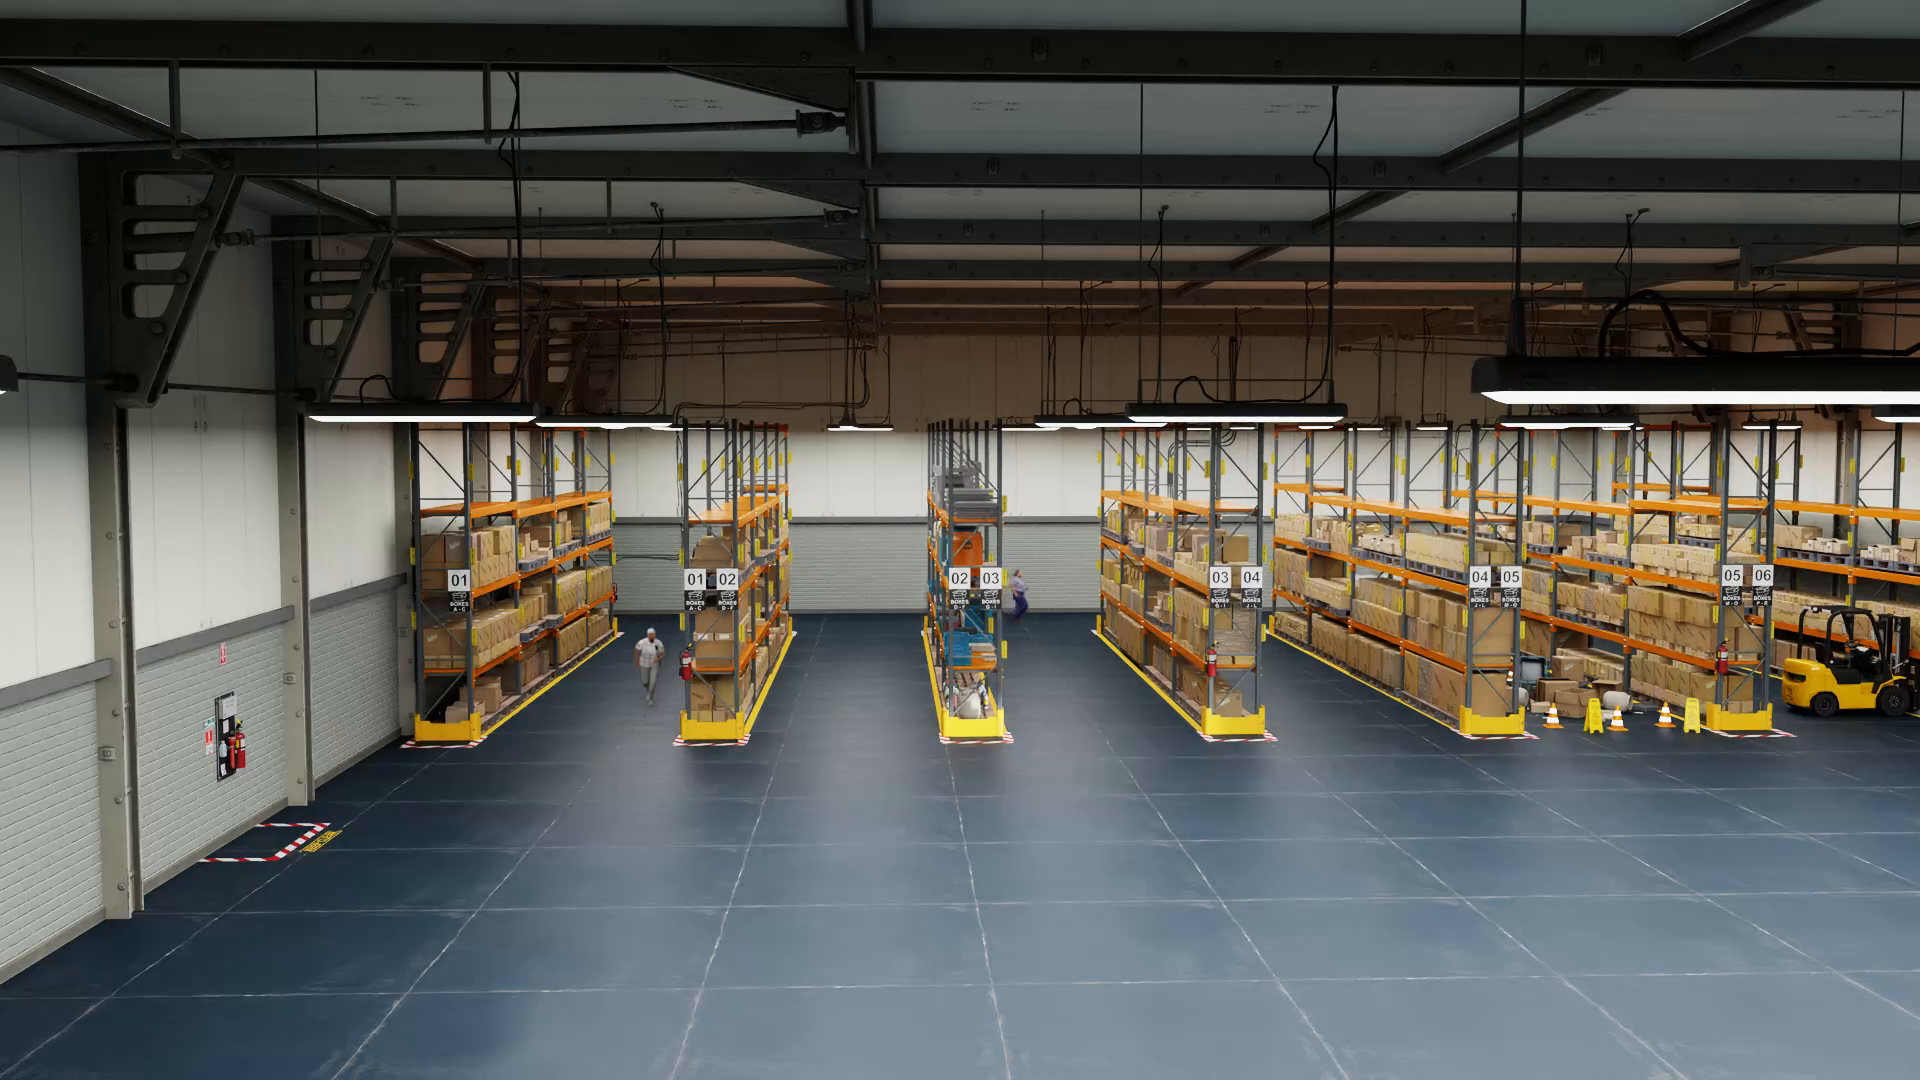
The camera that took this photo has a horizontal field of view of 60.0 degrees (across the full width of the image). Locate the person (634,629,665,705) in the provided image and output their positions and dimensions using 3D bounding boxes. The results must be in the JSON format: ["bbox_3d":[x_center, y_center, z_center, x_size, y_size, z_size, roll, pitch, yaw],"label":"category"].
[{"bbox_3d":[-6.576,2.681,35.246,0.644,1.624,0.646,-1,4,-10],"label":"person"}]

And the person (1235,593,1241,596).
[{"bbox_3d":[7.677,1.920,46.640,0.552,1.741,0.843,0,4,-4],"label":"person"}]

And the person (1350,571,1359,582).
[{"bbox_3d":[11.738,1.673,49.838,0.754,1.739,0.652,-2,4,-24],"label":"person"}]

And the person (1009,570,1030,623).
[{"bbox_3d":[1.797,1.702,50.053,0.629,1.619,0.583,1,4,9],"label":"person"}]
